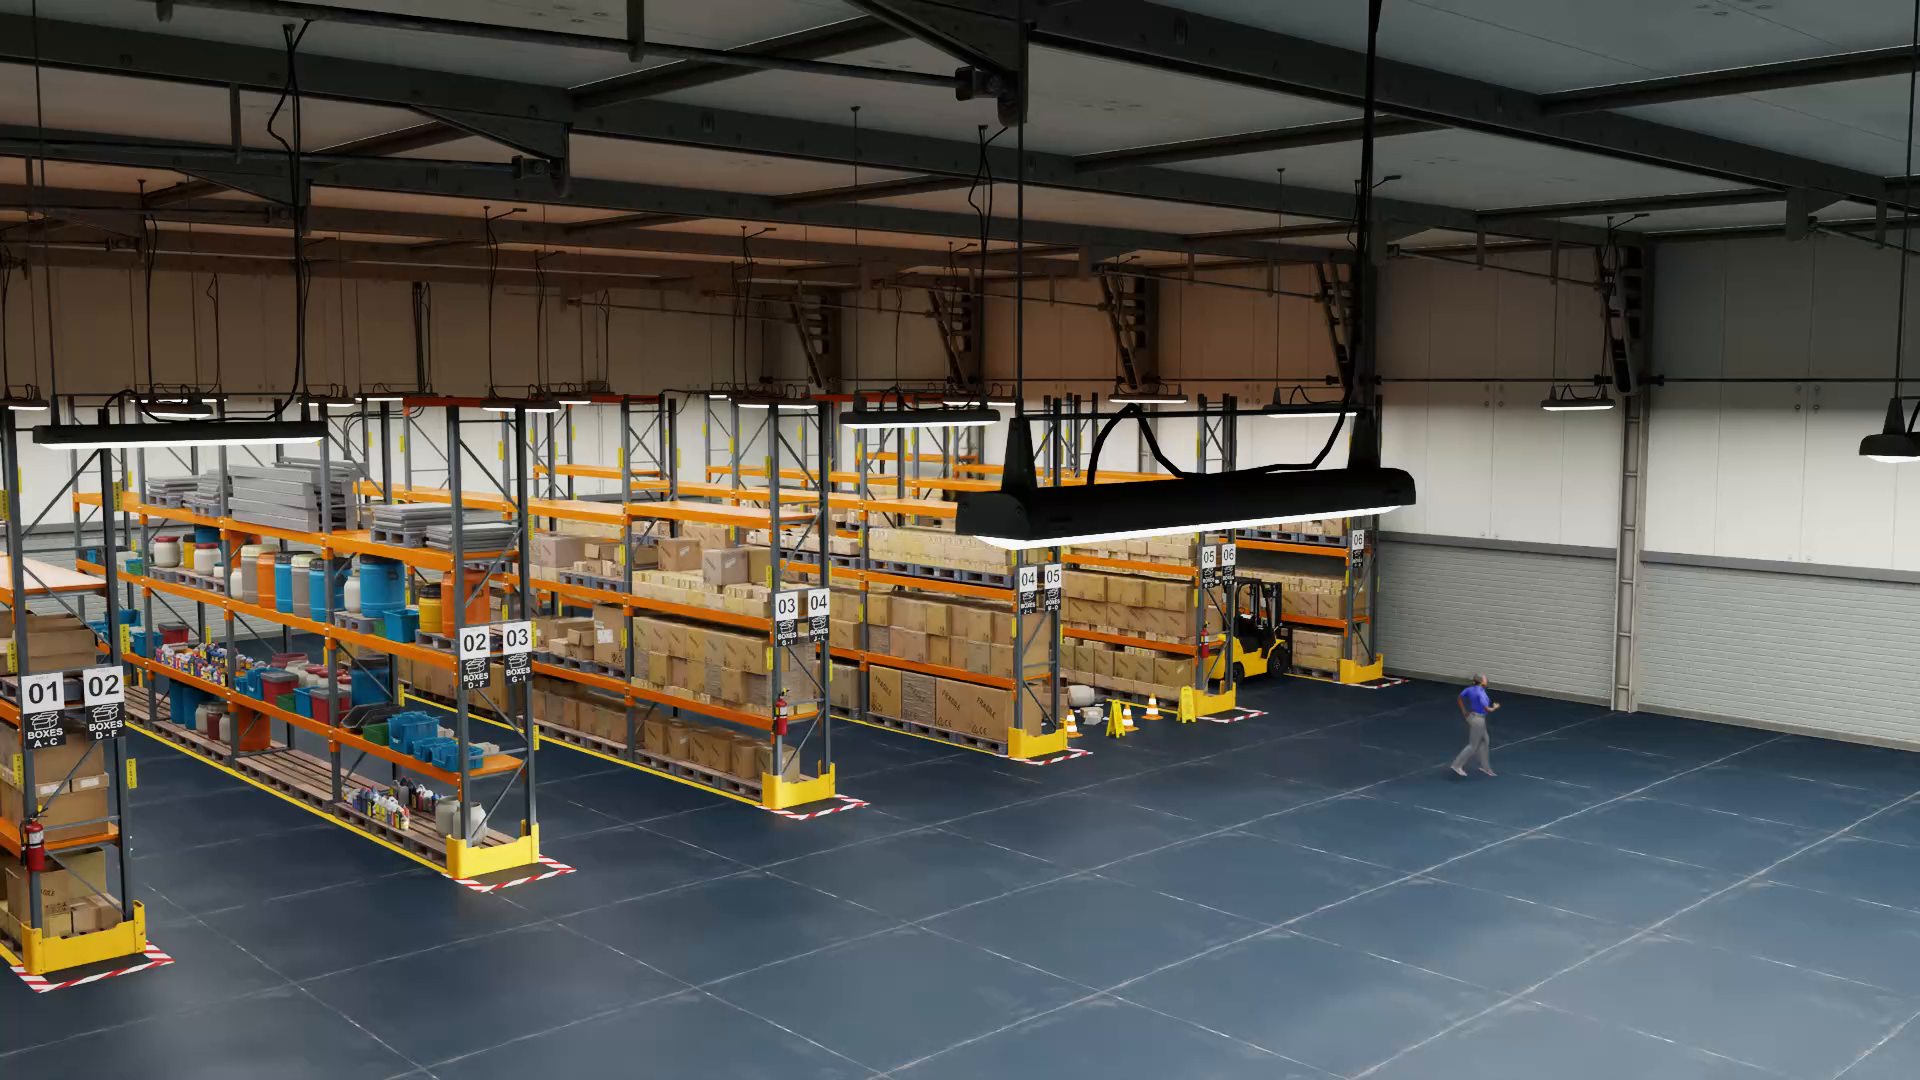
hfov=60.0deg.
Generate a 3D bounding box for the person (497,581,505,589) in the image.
[{"bbox_3d":[-10.908,1.729,39.438,0.583,1.701,0.684,2,6,16],"label":"person"}]

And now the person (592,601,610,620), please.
[{"bbox_3d":[-7.458,2.093,35.194,0.587,1.653,0.603,5,8,43],"label":"person"}]

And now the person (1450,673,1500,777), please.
[{"bbox_3d":[8.175,2.949,26.394,0.805,1.708,0.603,0,6,-4],"label":"person"}]
